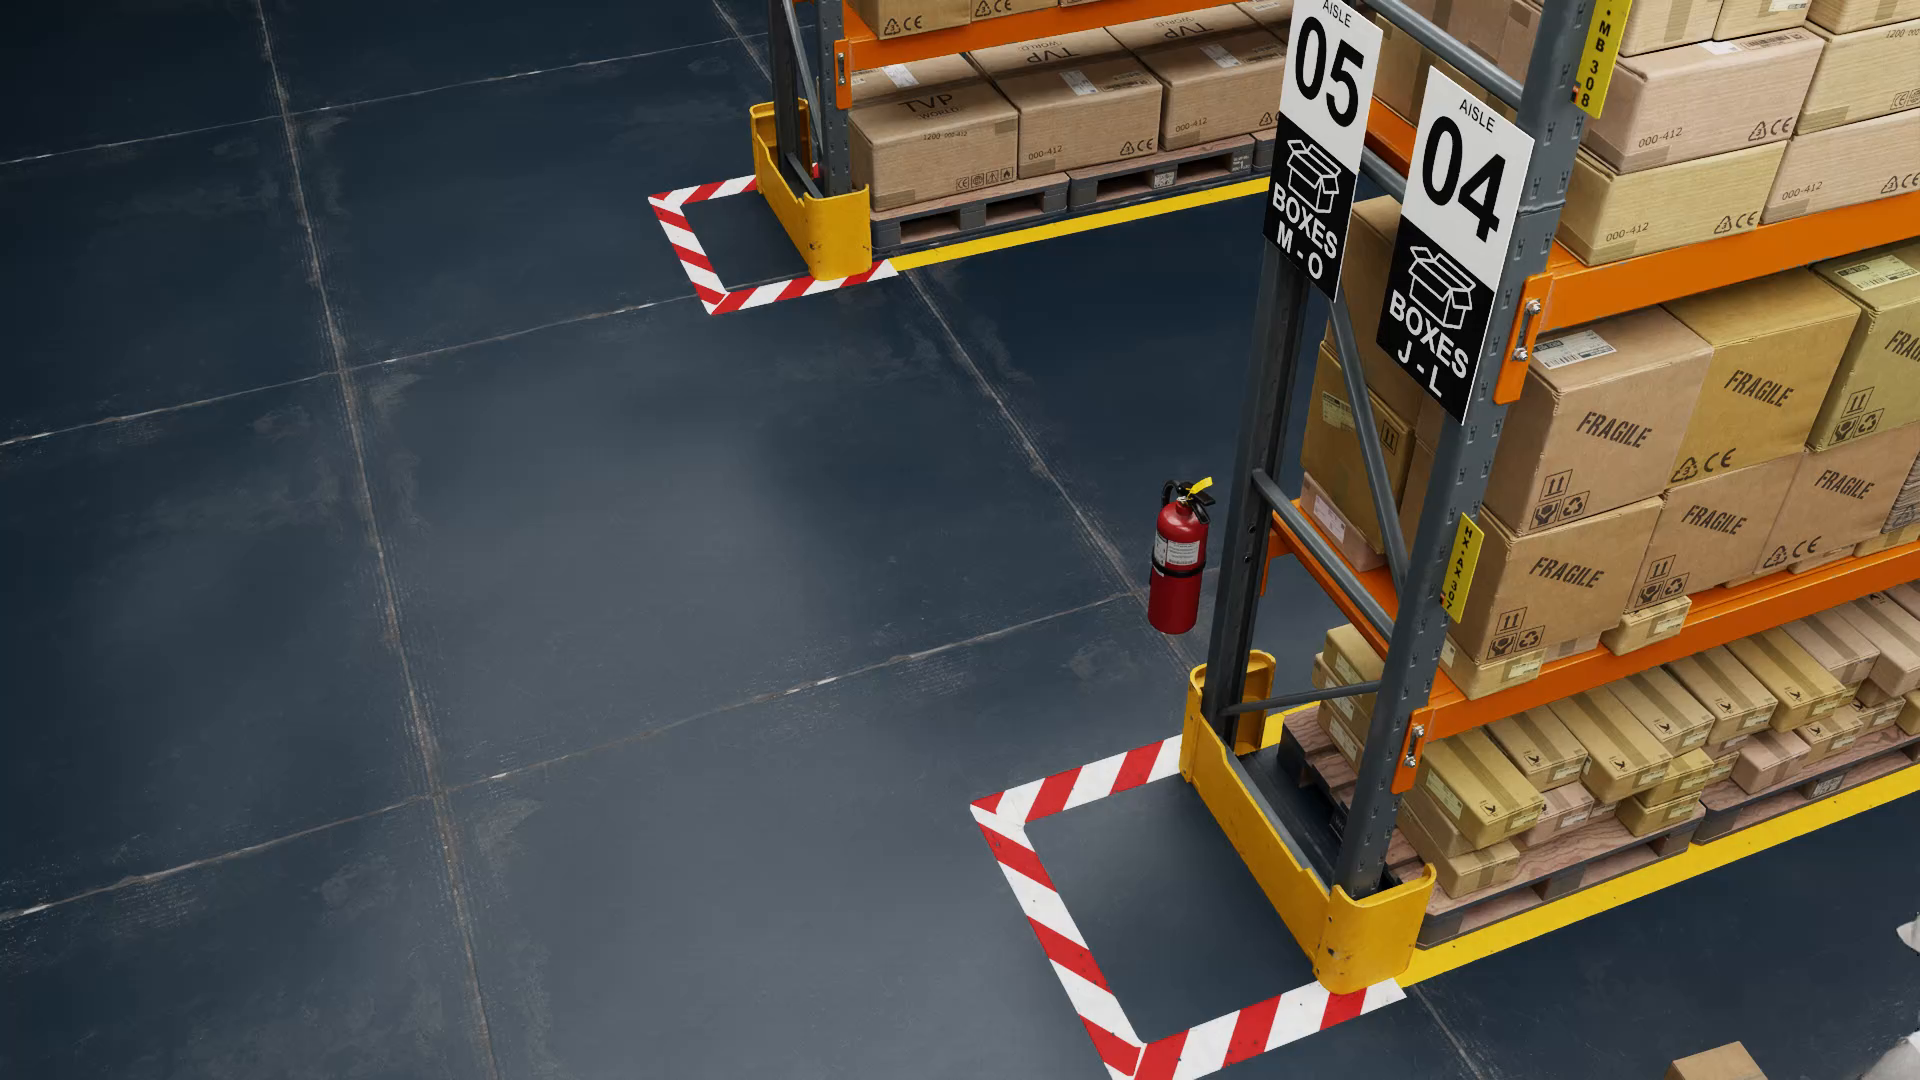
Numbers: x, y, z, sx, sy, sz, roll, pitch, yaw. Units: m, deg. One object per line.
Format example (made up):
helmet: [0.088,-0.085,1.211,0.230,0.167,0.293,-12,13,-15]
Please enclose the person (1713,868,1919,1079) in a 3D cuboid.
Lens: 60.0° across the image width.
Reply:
person: [2.492,1.636,4.705,0.491,1.226,0.969,-13,43,-14]
